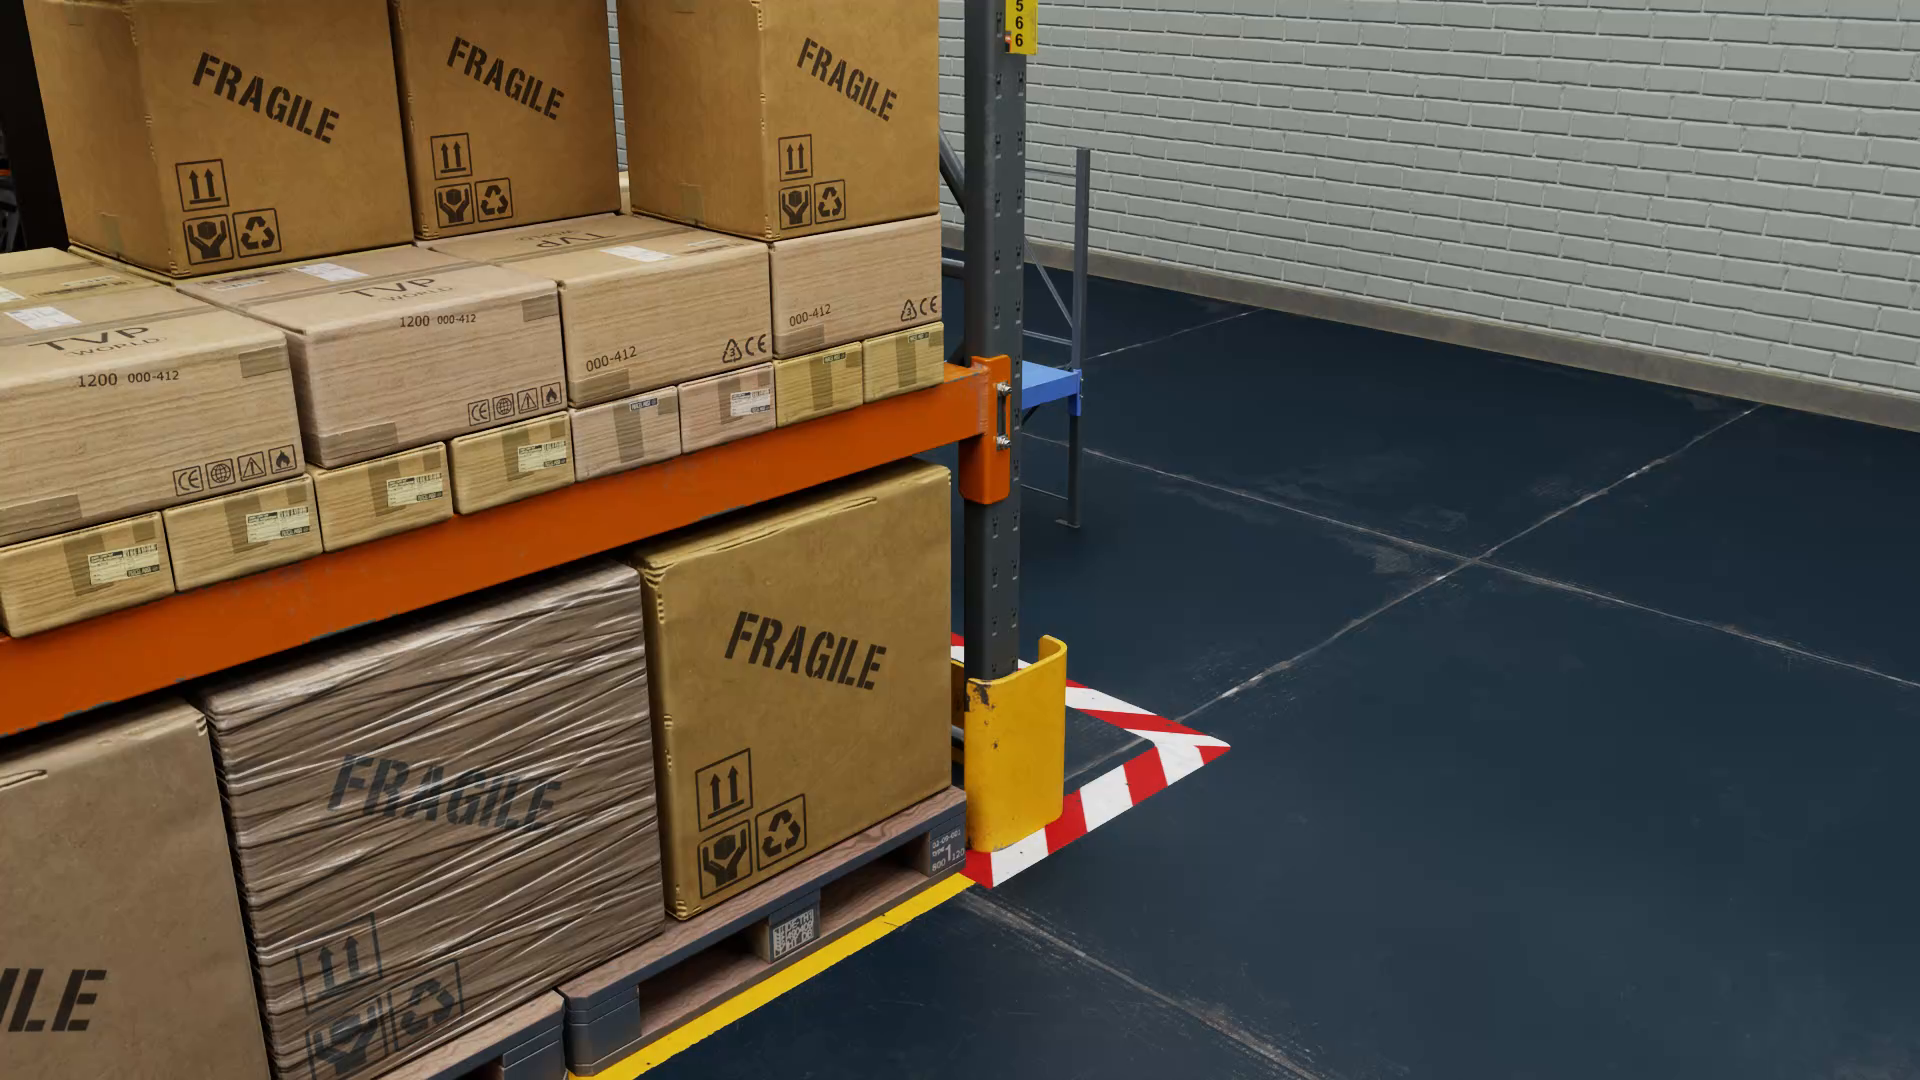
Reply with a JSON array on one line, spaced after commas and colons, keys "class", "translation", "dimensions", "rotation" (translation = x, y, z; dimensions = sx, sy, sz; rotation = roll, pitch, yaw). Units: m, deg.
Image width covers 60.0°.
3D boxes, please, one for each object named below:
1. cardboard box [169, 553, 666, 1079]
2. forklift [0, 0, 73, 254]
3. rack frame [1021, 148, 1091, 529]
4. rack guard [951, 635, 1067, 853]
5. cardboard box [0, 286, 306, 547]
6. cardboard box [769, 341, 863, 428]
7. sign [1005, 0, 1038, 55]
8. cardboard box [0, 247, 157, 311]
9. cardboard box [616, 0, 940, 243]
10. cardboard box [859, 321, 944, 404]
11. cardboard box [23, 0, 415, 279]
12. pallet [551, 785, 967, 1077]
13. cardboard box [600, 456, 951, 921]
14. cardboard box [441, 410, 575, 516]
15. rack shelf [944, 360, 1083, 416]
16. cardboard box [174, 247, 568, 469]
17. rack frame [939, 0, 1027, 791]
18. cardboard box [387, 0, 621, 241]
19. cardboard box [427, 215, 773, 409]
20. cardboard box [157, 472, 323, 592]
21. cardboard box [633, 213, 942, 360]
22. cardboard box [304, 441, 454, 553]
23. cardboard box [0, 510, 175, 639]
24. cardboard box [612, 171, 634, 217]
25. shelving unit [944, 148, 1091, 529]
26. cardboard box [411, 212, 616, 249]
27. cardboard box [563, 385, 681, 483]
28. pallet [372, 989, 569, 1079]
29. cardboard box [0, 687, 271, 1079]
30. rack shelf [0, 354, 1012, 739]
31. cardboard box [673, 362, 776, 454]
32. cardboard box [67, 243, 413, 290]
[{"class": "cardboard box", "translation": [-1.267, 0.470, 3.547], "dimensions": [0.875, 0.875, 0.875], "rotation": [19, 28, 41]}, {"class": "forklift", "translation": [-3.077, -0.865, 4.739], "dimensions": [1.130, 2.935, 3.031], "rotation": [18, 27, 39]}, {"class": "rack frame", "translation": [0.295, -0.809, 6.588], "dimensions": [0.500, 1.500, 0.032], "rotation": [19, 28, 41]}, {"class": "rack guard", "translation": [-0.227, 0.417, 4.794], "dimensions": [1.175, 0.500, 0.348], "rotation": [19, 28, 41]}, {"class": "cardboard box", "translation": [-1.461, -0.226, 2.776], "dimensions": [0.500, 0.250, 0.500], "rotation": [19, 28, 41]}, {"class": "cardboard box", "translation": [-0.436, -0.386, 3.747], "dimensions": [0.380, 0.149, 0.250], "rotation": [20, 28, 41]}, {"class": "sign", "translation": [0.136, -1.256, 3.717], "dimensions": [0.100, 0.325, 0.005], "rotation": [19, 28, 41]}, {"class": "cardboard box", "translation": [-1.843, -0.358, 3.120], "dimensions": [0.500, 0.250, 0.500], "rotation": [19, 28, 40]}, {"class": "cardboard box", "translation": [-0.395, -0.972, 3.672], "dimensions": [0.500, 0.500, 0.500], "rotation": [20, 29, 41]}, {"class": "cardboard box", "translation": [-0.256, -0.453, 3.922], "dimensions": [0.250, 0.149, 0.380], "rotation": [-20, 28, -41]}, {"class": "cardboard box", "translation": [-1.477, -0.844, 3.339], "dimensions": [0.500, 0.500, 0.500], "rotation": [18, 28, 39]}, {"class": "pallet", "translation": [-0.745, 0.783, 4.244], "dimensions": [1.003, 0.211, 1.213], "rotation": [19, 28, 41]}, {"class": "cardboard box", "translation": [-0.632, 0.236, 4.155], "dimensions": [0.875, 0.875, 0.875], "rotation": [19, 28, 41]}, {"class": "cardboard box", "translation": [-0.967, -0.190, 3.238], "dimensions": [0.380, 0.149, 0.250], "rotation": [18, 28, 39]}, {"class": "rack shelf", "translation": [-0.059, -0.510, 6.313], "dimensions": [0.538, 0.185, 1.000], "rotation": [19, 28, 41]}, {"class": "cardboard box", "translation": [-1.100, -0.361, 3.127], "dimensions": [0.500, 0.250, 0.500], "rotation": [18, 27, 39]}, {"class": "rack frame", "translation": [-0.243, -0.744, 4.330], "dimensions": [1.000, 3.000, 0.127], "rotation": [19, 28, 41]}, {"class": "cardboard box", "translation": [-1.120, -0.979, 3.689], "dimensions": [0.500, 0.500, 0.500], "rotation": [18, 28, 39]}, {"class": "cardboard box", "translation": [-0.746, -0.492, 3.467], "dimensions": [0.500, 0.250, 0.500], "rotation": [19, 28, 40]}, {"class": "cardboard box", "translation": [-1.322, -0.060, 2.900], "dimensions": [0.250, 0.149, 0.380], "rotation": [-19, 28, -41]}, {"class": "cardboard box", "translation": [-0.391, -0.622, 3.806], "dimensions": [0.500, 0.250, 0.500], "rotation": [19, 28, 40]}, {"class": "cardboard box", "translation": [-1.148, -0.123, 3.064], "dimensions": [0.380, 0.149, 0.250], "rotation": [19, 28, 41]}, {"class": "cardboard box", "translation": [-1.503, 0.007, 2.724], "dimensions": [0.380, 0.149, 0.250], "rotation": [18, 28, 39]}, {"class": "cardboard box", "translation": [-0.772, -0.757, 4.158], "dimensions": [0.500, 0.250, 0.500], "rotation": [18, 28, 39]}, {"class": "shelving unit", "translation": [-0.059, -0.678, 6.248], "dimensions": [0.538, 1.500, 1.048], "rotation": [19, 28, 41]}, {"class": "cardboard box", "translation": [-1.129, -0.622, 3.806], "dimensions": [0.500, 0.250, 0.500], "rotation": [19, 28, 40]}, {"class": "cardboard box", "translation": [-0.787, -0.257, 3.413], "dimensions": [0.250, 0.149, 0.380], "rotation": [-20, 28, -41]}, {"class": "pallet", "translation": [-1.596, 1.095, 3.432], "dimensions": [1.003, 0.211, 1.213], "rotation": [19, 28, 41]}, {"class": "cardboard box", "translation": [-1.888, 0.699, 2.952], "dimensions": [0.875, 0.875, 0.875], "rotation": [19, 28, 41]}, {"class": "rack shelf", "translation": [-1.638, 0.106, 3.121], "dimensions": [1.077, 0.370, 4.000], "rotation": [19, 28, 41]}, {"class": "cardboard box", "translation": [-0.613, -0.321, 3.579], "dimensions": [0.380, 0.149, 0.250], "rotation": [19, 28, 41]}, {"class": "cardboard box", "translation": [-1.483, -0.494, 3.472], "dimensions": [0.500, 0.250, 0.500], "rotation": [18, 27, 39]}]
